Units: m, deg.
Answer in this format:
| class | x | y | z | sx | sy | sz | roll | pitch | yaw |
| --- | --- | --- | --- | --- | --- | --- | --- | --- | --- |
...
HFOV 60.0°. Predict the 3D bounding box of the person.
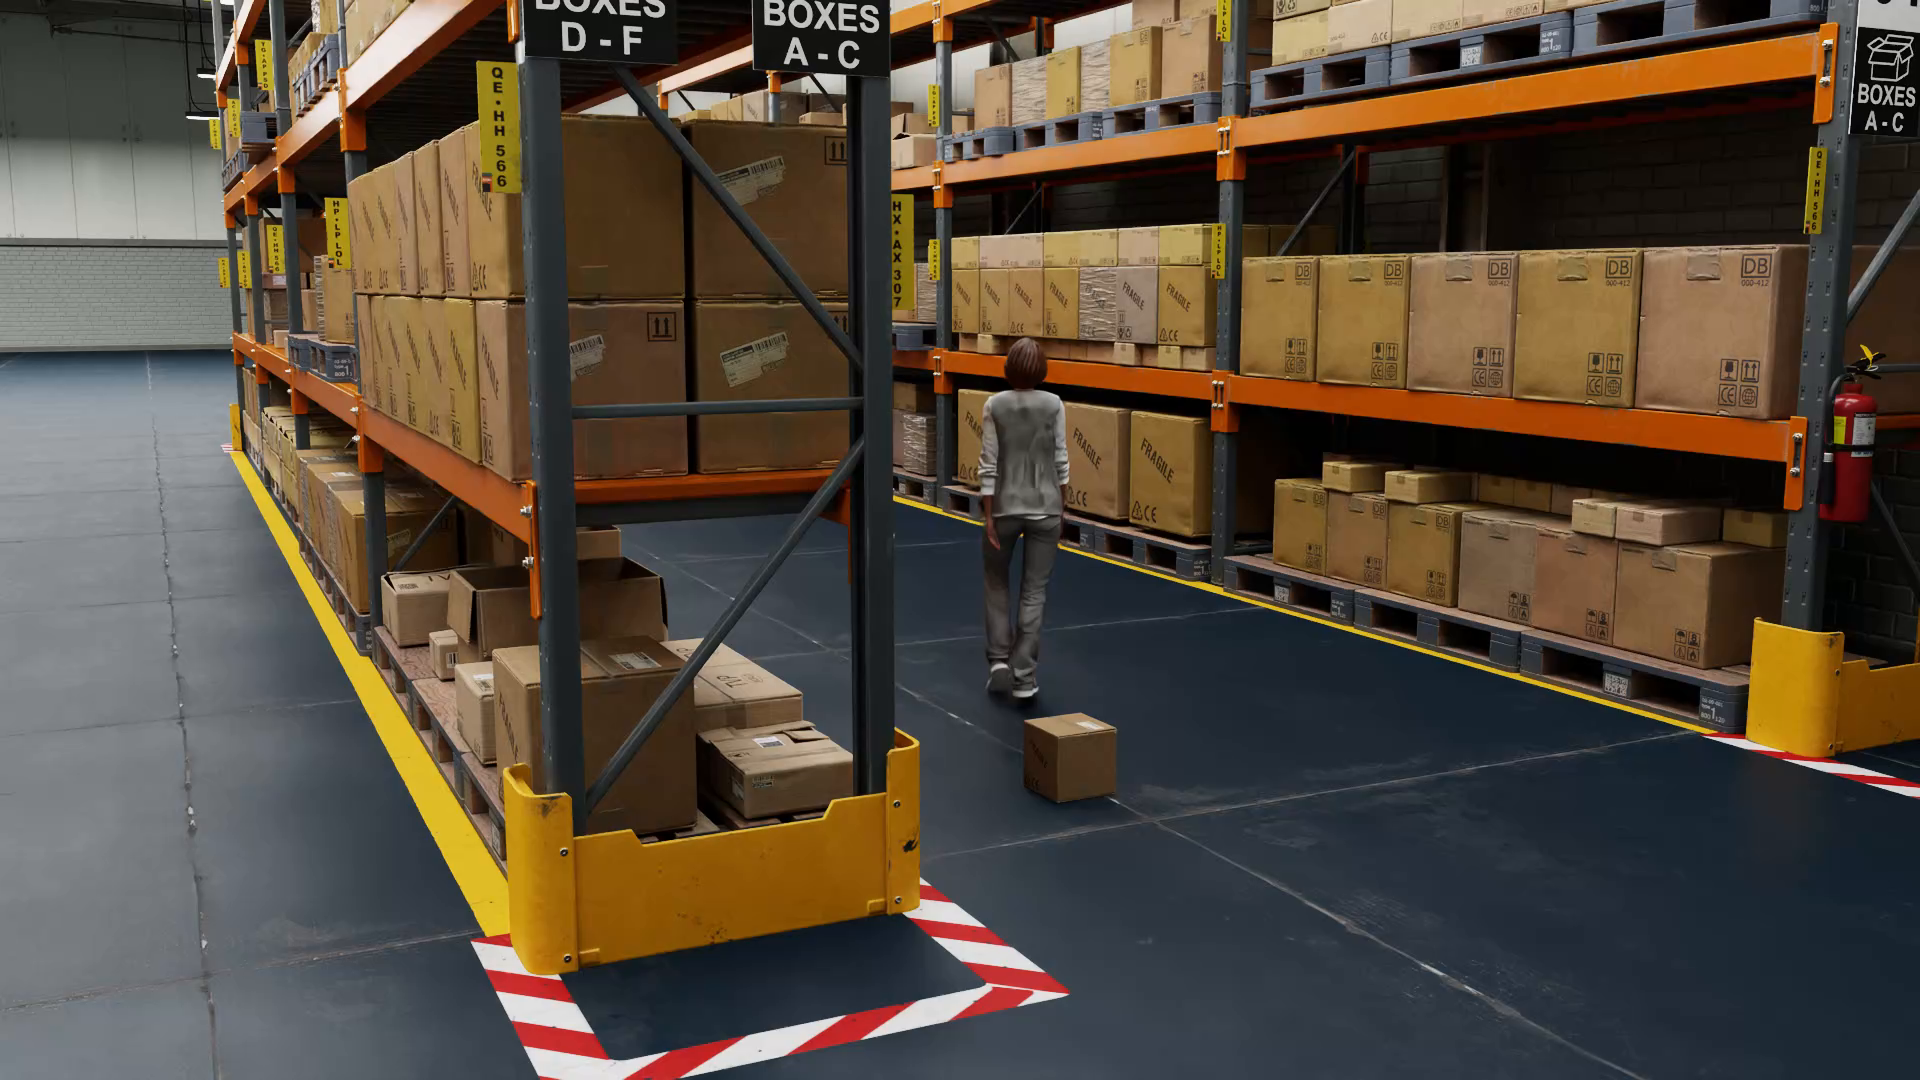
| class | x | y | z | sx | sy | sz | roll | pitch | yaw |
| --- | --- | --- | --- | --- | --- | --- | --- | --- | --- |
| person | 0.282 | -0.076 | 7.380 | 0.405 | 1.636 | 0.482 | 0 | 9 | 2 |
